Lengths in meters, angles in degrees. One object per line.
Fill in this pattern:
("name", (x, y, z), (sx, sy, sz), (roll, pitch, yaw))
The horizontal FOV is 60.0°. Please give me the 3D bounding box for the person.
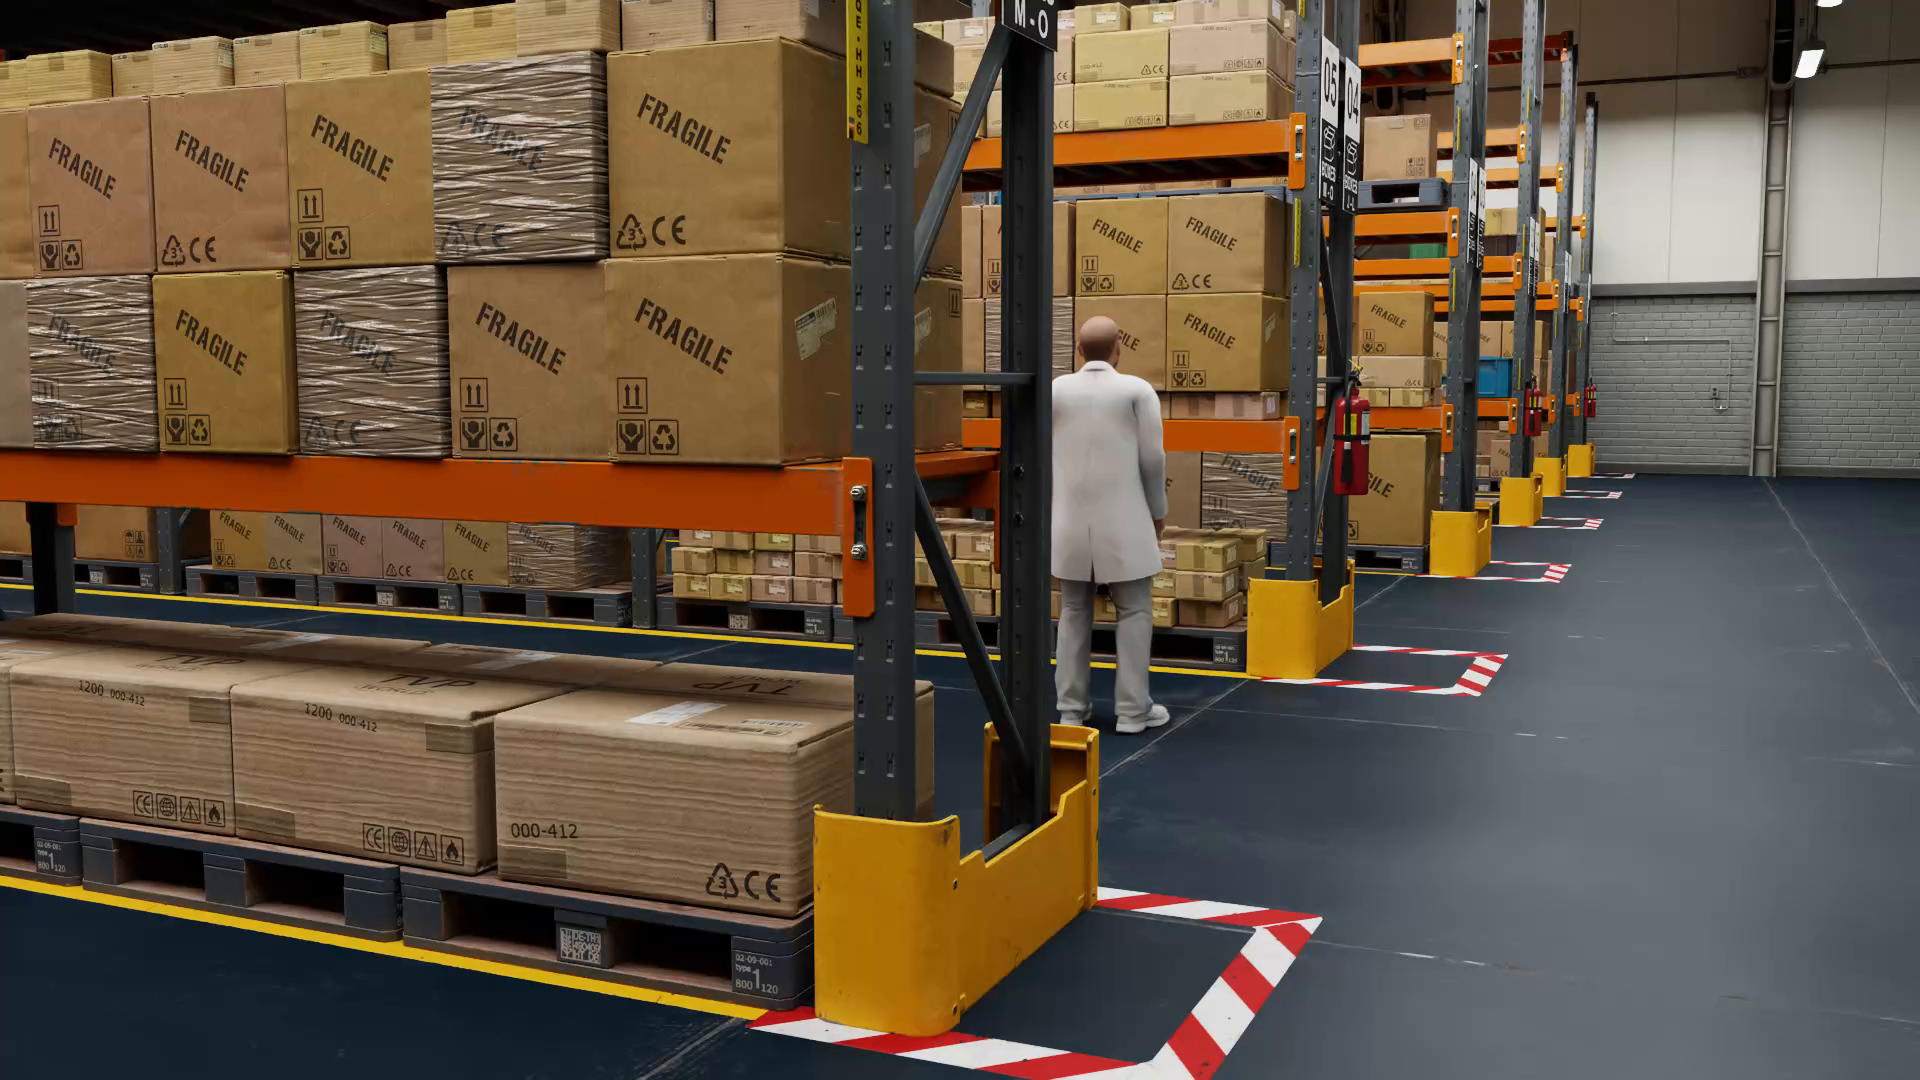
("person", (-2.736, -0.815, 15.007), (12.739, 1.779, 12.384), (2, 6, 22))
